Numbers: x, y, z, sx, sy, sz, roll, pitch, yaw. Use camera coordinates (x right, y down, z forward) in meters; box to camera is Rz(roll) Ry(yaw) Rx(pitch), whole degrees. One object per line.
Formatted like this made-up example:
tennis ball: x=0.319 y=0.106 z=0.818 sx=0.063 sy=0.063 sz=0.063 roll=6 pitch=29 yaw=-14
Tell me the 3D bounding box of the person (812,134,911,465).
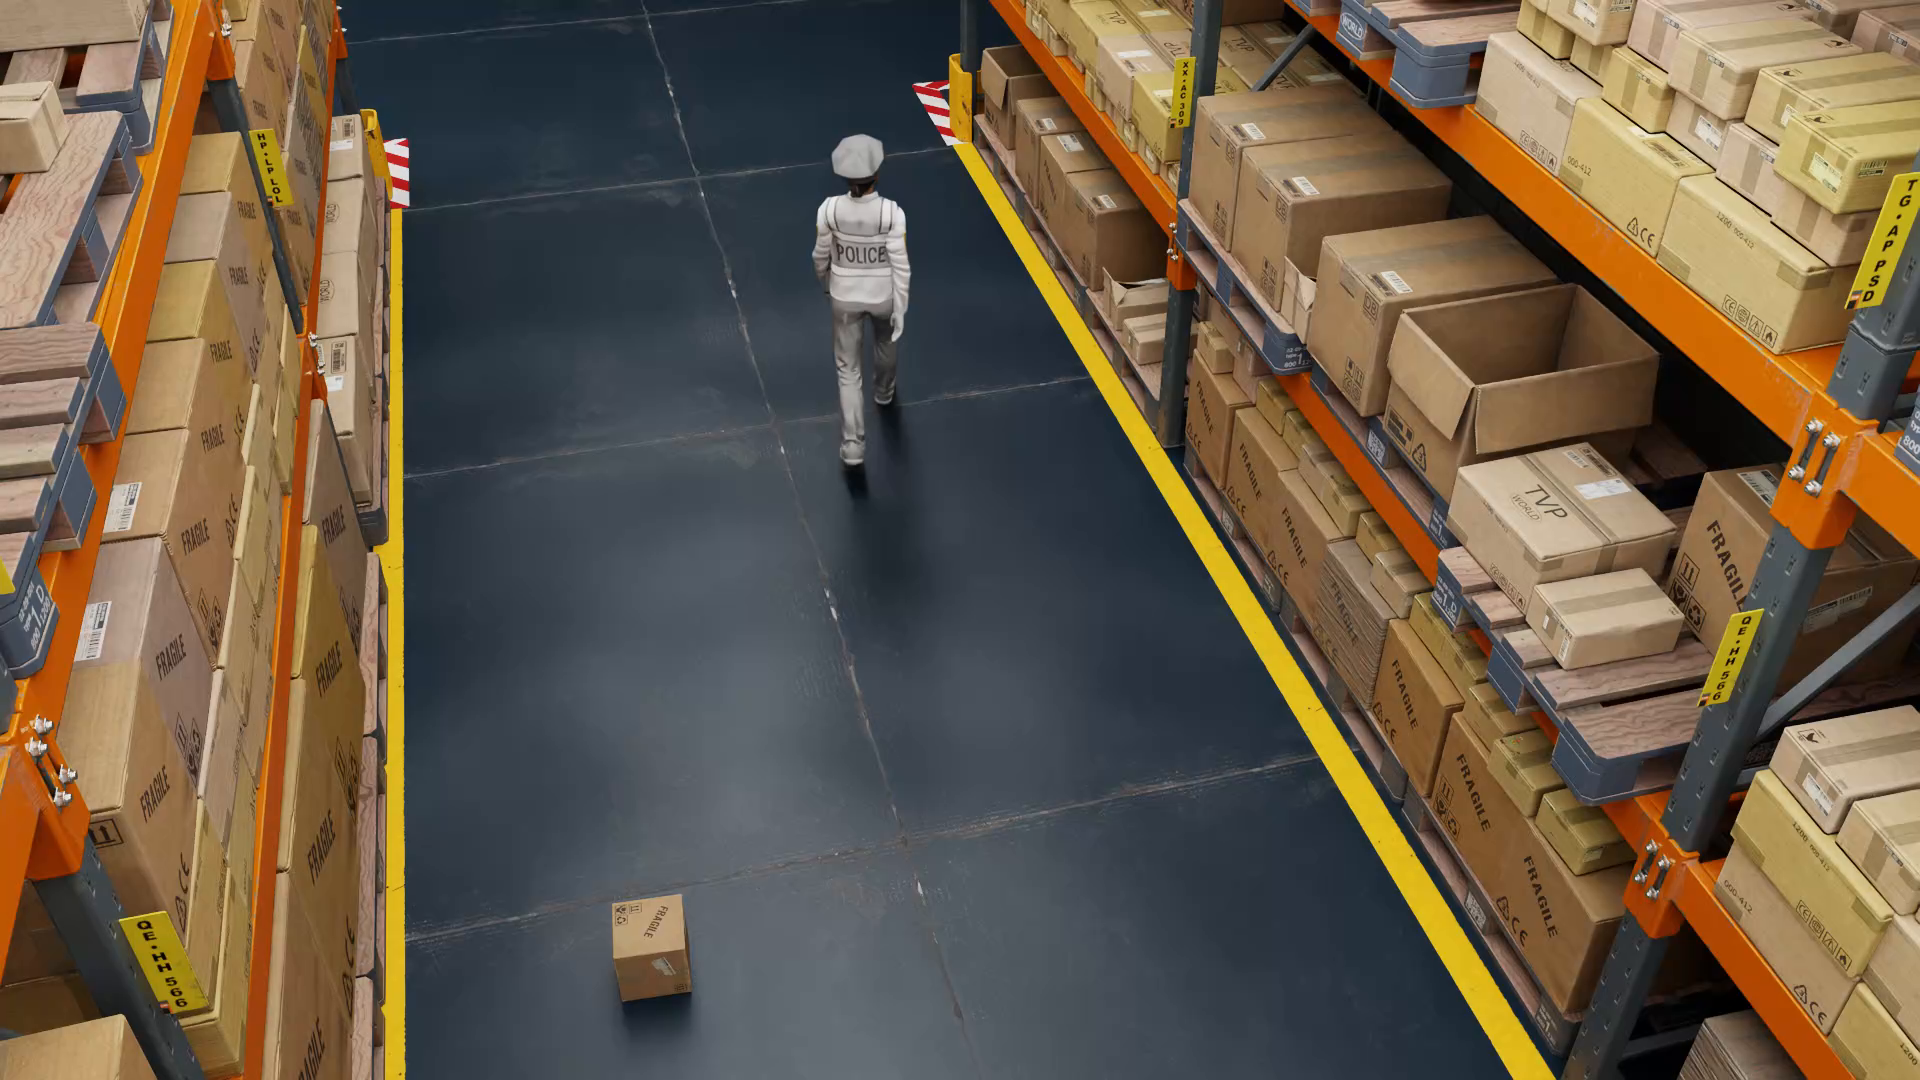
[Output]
person: x=-0.482 y=-1.223 z=8.224 sx=0.481 sy=1.639 sz=1.009 roll=-1 pitch=38 yaw=-2
